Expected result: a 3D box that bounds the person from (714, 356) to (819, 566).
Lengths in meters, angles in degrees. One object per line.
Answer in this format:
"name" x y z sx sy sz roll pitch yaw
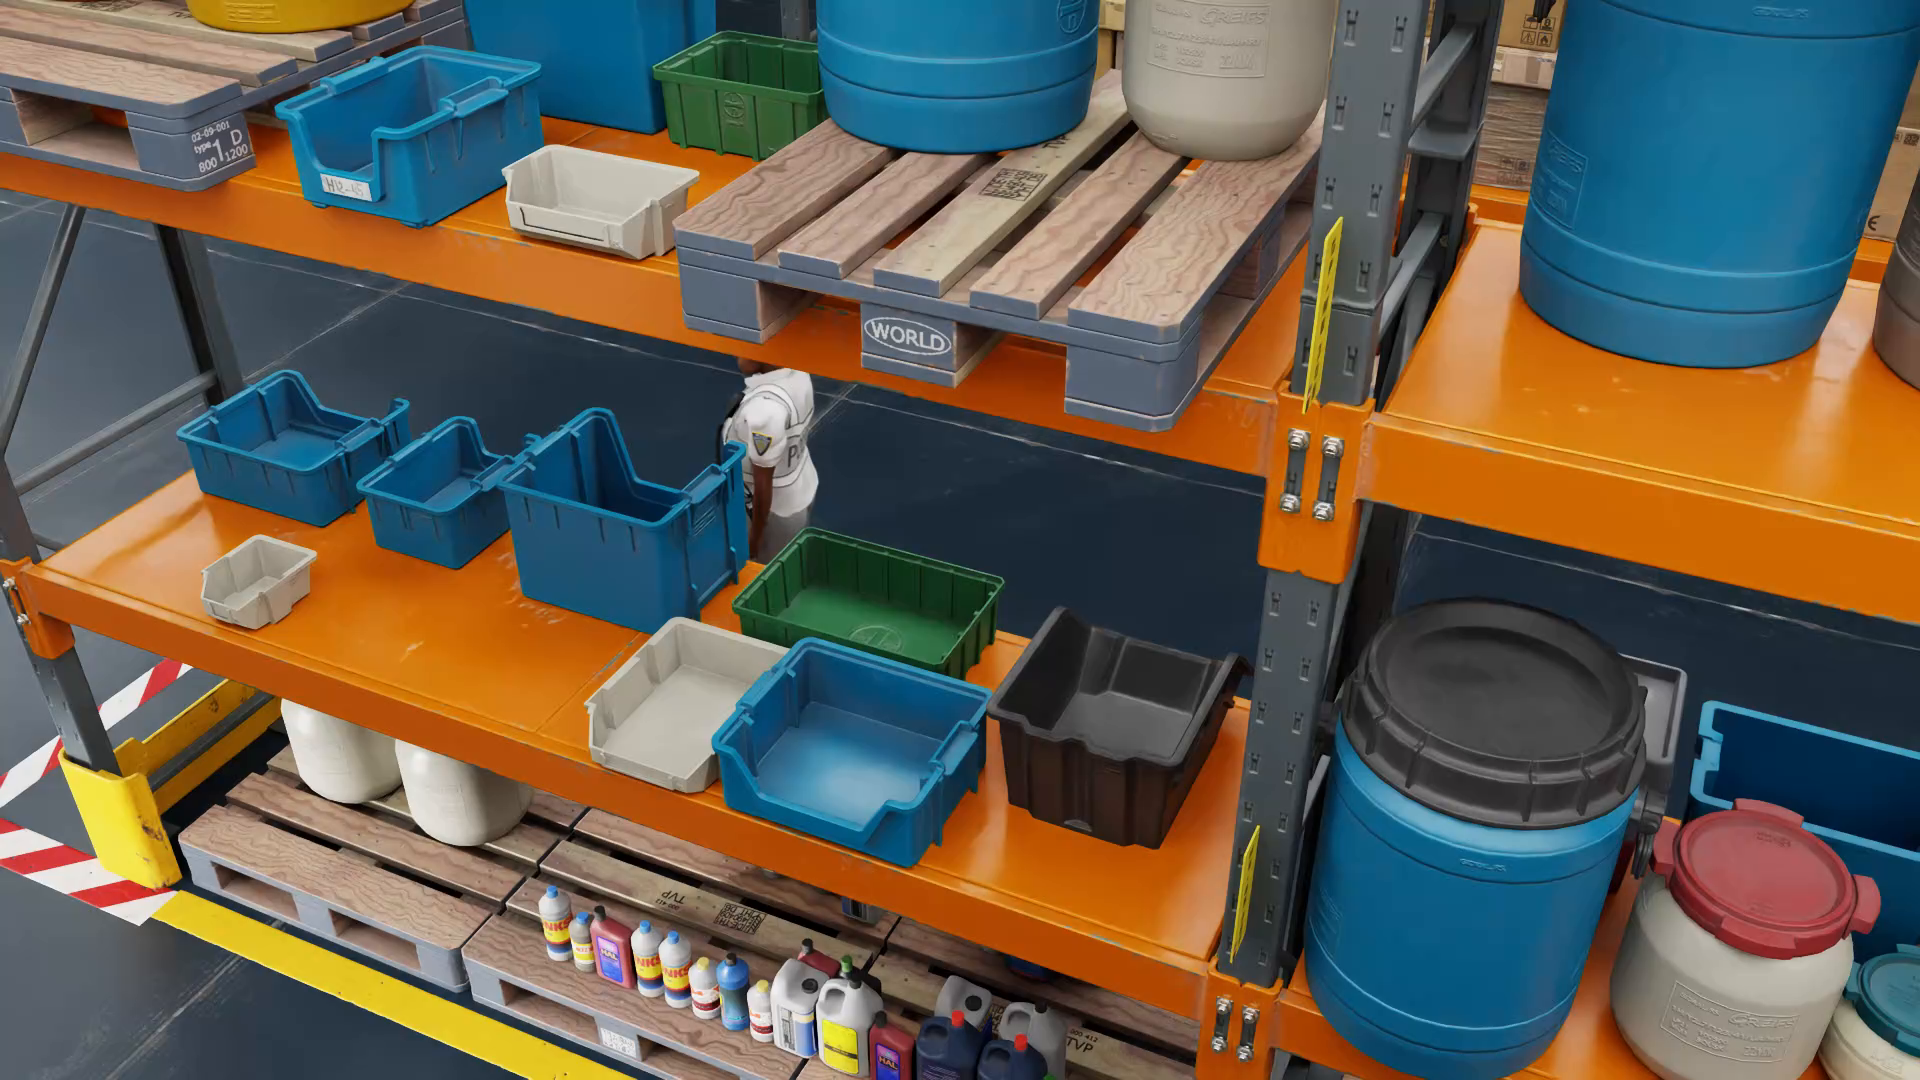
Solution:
"person" -0.713 -0.124 6.336 0.341 1.658 0.438 4 34 6
